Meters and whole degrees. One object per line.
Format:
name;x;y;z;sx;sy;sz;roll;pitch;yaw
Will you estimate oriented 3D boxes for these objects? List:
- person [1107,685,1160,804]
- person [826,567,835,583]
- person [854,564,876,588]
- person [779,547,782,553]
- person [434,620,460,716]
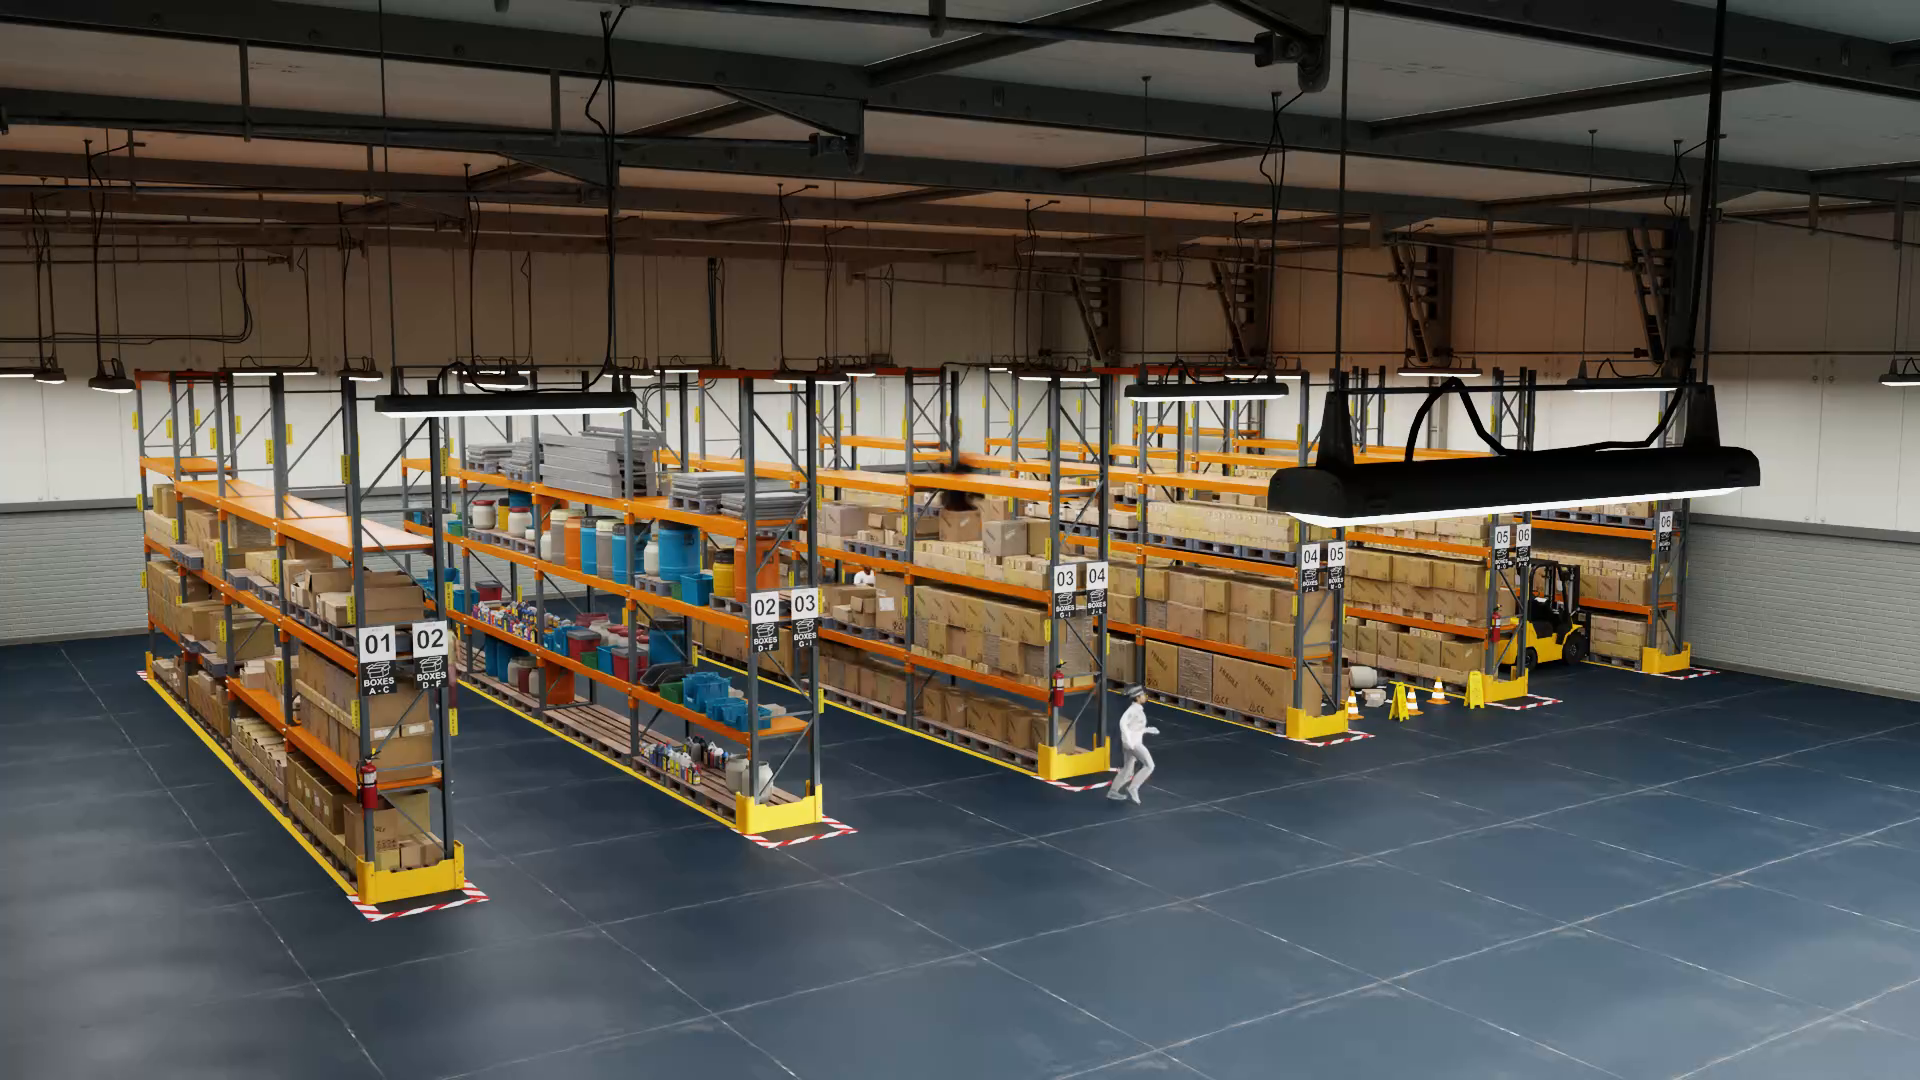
person;2.447;2.874;23.467;0.744;1.669;0.535;0;6;1
person;-3.124;0.803;42.164;0.740;1.580;0.575;1;7;13
person;-2.071;1.301;36.606;0.721;1.794;0.896;-5;8;-40
person;-4.632;0.911;40.704;0.848;1.643;0.533;2;7;19
person;-9.043;2.227;29.163;0.594;1.743;0.729;-4;8;-33
